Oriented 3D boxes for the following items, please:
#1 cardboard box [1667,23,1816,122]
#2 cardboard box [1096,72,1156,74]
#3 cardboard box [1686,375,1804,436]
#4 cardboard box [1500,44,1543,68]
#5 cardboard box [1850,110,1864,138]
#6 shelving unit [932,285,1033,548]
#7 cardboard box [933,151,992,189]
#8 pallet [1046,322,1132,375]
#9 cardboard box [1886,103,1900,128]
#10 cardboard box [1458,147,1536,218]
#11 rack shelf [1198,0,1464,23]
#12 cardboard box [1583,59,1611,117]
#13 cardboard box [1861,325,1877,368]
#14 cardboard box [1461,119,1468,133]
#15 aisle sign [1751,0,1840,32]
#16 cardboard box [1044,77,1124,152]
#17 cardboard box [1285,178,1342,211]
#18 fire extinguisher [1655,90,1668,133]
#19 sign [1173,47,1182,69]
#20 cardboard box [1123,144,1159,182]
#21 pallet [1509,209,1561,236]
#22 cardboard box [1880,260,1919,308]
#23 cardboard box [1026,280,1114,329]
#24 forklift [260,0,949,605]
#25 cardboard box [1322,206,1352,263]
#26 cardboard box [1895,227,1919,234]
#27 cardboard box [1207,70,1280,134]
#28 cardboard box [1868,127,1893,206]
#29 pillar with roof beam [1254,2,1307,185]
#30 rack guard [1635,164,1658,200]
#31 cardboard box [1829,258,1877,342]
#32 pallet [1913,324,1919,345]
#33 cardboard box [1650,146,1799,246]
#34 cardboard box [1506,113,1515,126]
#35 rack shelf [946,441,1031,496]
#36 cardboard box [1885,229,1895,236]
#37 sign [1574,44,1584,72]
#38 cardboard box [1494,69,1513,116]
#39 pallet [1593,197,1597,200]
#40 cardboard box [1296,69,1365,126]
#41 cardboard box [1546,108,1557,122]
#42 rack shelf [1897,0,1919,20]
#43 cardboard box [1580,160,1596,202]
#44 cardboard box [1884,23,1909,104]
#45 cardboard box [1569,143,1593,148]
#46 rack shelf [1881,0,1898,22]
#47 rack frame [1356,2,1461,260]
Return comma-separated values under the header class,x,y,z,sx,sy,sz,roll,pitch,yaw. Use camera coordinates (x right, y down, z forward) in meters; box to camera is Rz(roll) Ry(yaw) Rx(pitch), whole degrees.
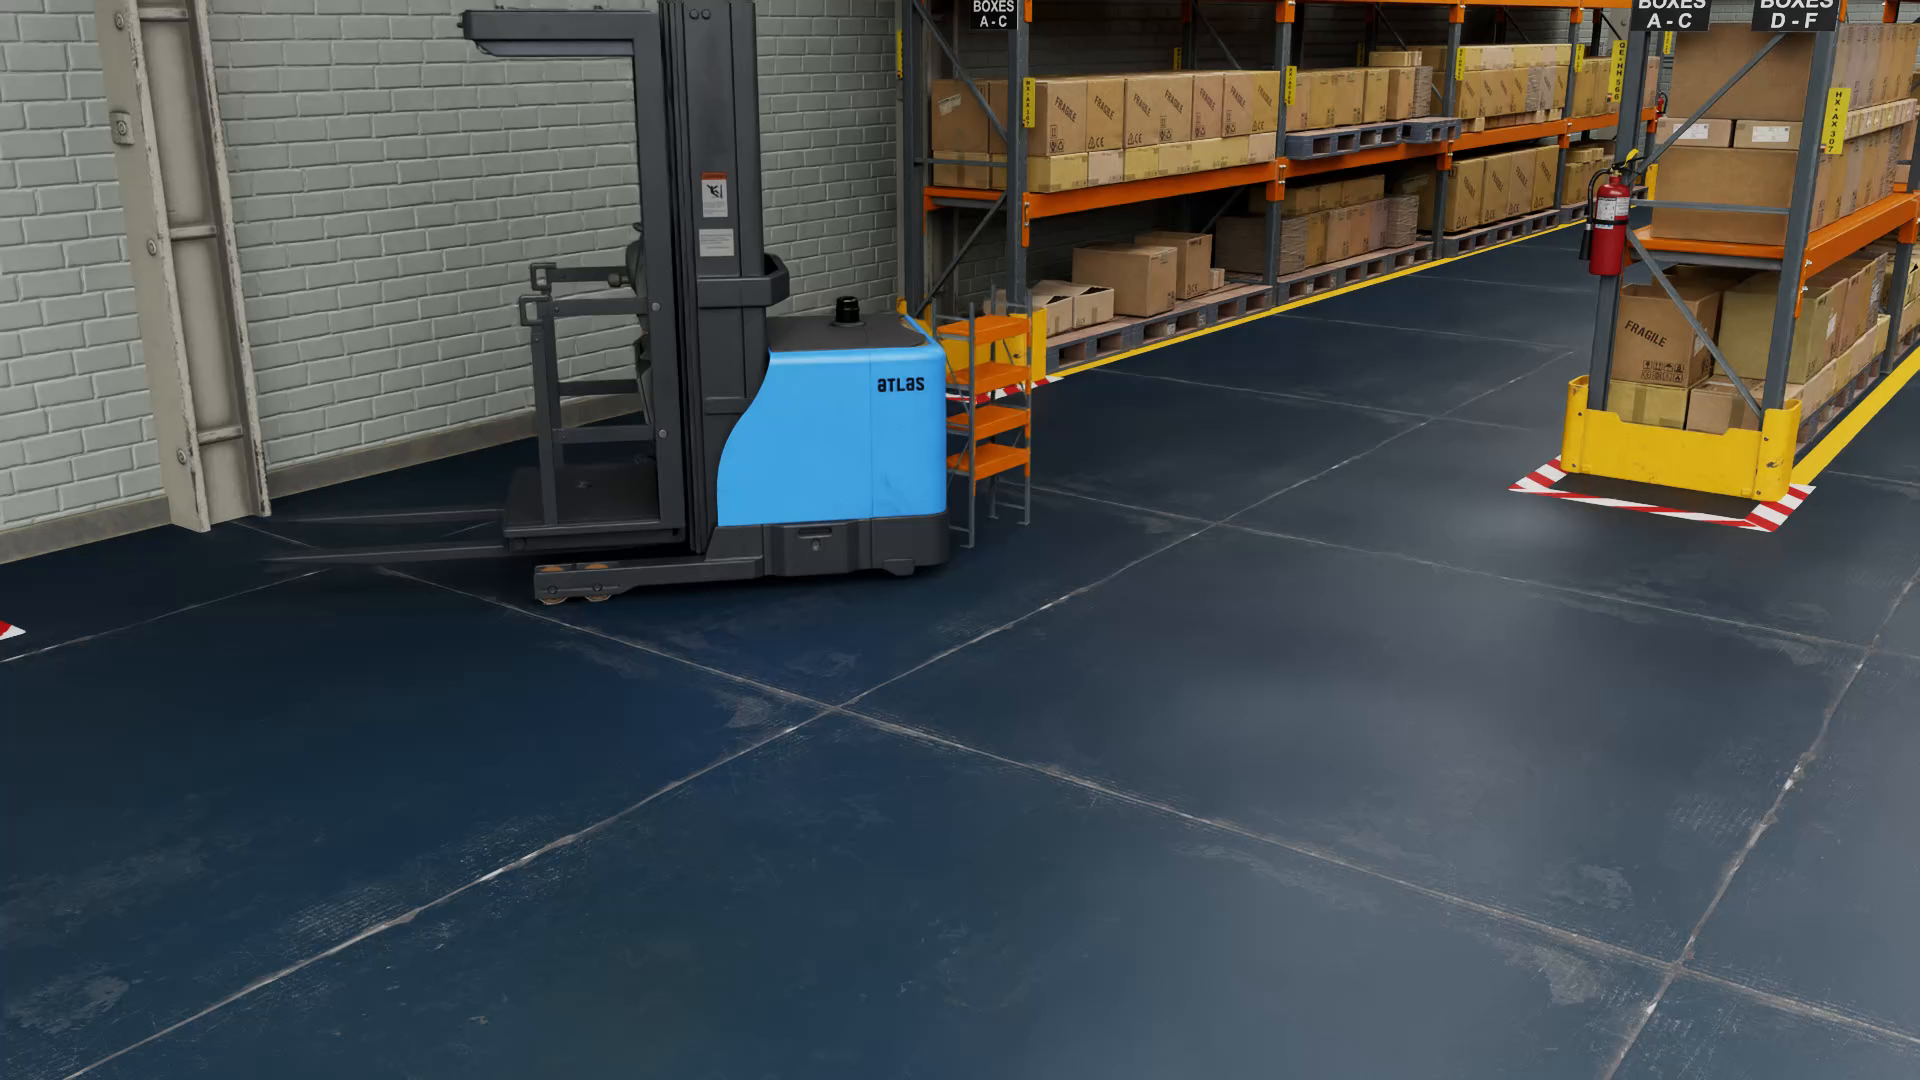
class,x,y,z,sx,sy,sz,roll,pitch,yaw
cardboard box,4.329,-2.568,9.100,0.700,0.500,0.500,13,21,35
cardboard box,1.351,-3.587,13.692,0.500,0.500,0.500,13,22,36
cardboard box,4.507,-0.755,9.546,0.500,0.250,0.500,12,21,35
cardboard box,6.489,-5.671,19.480,0.500,0.250,0.500,13,21,36
cardboard box,5.182,-2.499,9.972,0.380,0.149,0.250,12,21,34
shelving unit,0.111,-0.614,8.196,0.258,1.200,0.503,12,21,34
cardboard box,0.151,-2.737,12.219,0.500,0.250,0.500,13,21,35
pallet,0.586,-1.527,12.806,1.003,0.211,1.213,12,21,35
cardboard box,5.944,-2.803,10.949,0.380,0.149,0.250,12,21,35
cardboard box,6.368,-4.296,19.936,0.750,0.750,0.750,13,22,36
rack shelf,3.603,-5.172,15.995,1.077,0.370,4.000,12,21,35
cardboard box,7.954,-5.954,21.854,0.980,0.700,0.700,12,21,33
cardboard box,5.986,-1.353,11.471,0.500,0.250,0.500,12,21,35
cardboard box,5.334,-4.545,18.210,0.380,0.149,0.250,13,21,35
aisle sign,4.216,-2.951,8.305,0.394,0.787,0.004,12,21,35
cardboard box,0.857,-3.126,12.208,0.500,0.500,0.500,12,21,35
cardboard box,3.404,-3.389,16.308,0.500,0.250,0.500,12,21,33
fire extinguisher,10.022,-6.204,23.923,0.296,0.674,0.183,12,21,35
sign,1.964,-4.257,14.941,0.100,0.325,0.005,12,21,35
cardboard box,1.180,-2.898,12.738,0.500,0.250,0.500,12,21,34
pallet,6.779,-3.983,20.714,1.003,0.211,1.213,12,21,35
cardboard box,6.839,-1.942,12.421,0.500,0.311,0.500,13,21,35
cardboard box,0.853,-1.864,12.982,0.500,0.311,0.500,15,22,39
forklift,-1.619,-1.285,7.440,3.031,2.935,1.130,-3,18,-11
cardboard box,3.441,-3.047,16.472,0.700,0.500,0.500,13,21,35
cardboard box,8.357,-2.547,14.369,0.500,0.311,0.500,12,21,34
cardboard box,2.379,-3.735,14.169,0.500,0.500,0.500,12,21,35
cardboard box,5.824,-2.546,11.216,0.700,0.500,0.500,12,21,34
pillar with roof beam,6.783,-6.507,14.023,9.100,9.000,0.400,12,21,35
rack guard,9.576,-5.277,24.392,1.175,0.500,0.348,12,21,35
cardboard box,5.689,-1.592,10.975,0.500,0.500,0.500,12,21,35
pallet,7.526,-1.874,13.924,1.003,0.211,1.213,12,21,35
cardboard box,4.297,-1.936,9.251,0.700,0.500,0.500,12,21,35
cardboard box,6.245,-4.915,19.402,0.380,0.149,0.250,13,22,36
rack shelf,0.111,-0.360,8.275,0.258,0.148,0.480,12,21,34
cardboard box,7.922,-2.640,14.671,0.500,0.311,0.500,12,21,33
sign,7.620,-5.933,20.474,0.100,0.325,0.005,12,21,35
cardboard box,5.906,-5.070,18.809,0.500,0.500,0.500,12,21,34
pallet,8.421,-4.639,22.827,1.003,0.211,1.213,12,21,35
cardboard box,3.448,-4.274,16.037,0.700,0.500,0.500,16,24,42
cardboard box,7.073,-5.207,20.342,0.380,0.149,0.250,13,21,36
rack shelf,9.967,-5.250,16.247,1.077,0.370,4.000,12,21,35
cardboard box,8.008,-4.798,22.142,0.700,0.500,0.500,12,21,34
cardboard box,5.833,-3.172,11.044,0.700,0.500,0.500,12,21,35
cardboard box,8.537,-5.421,23.055,0.380,0.149,0.250,13,21,35
rack shelf,7.584,-4.297,13.179,1.077,0.370,4.000,12,21,35
rack frame,4.795,-4.559,17.867,1.000,3.000,0.127,12,21,35
